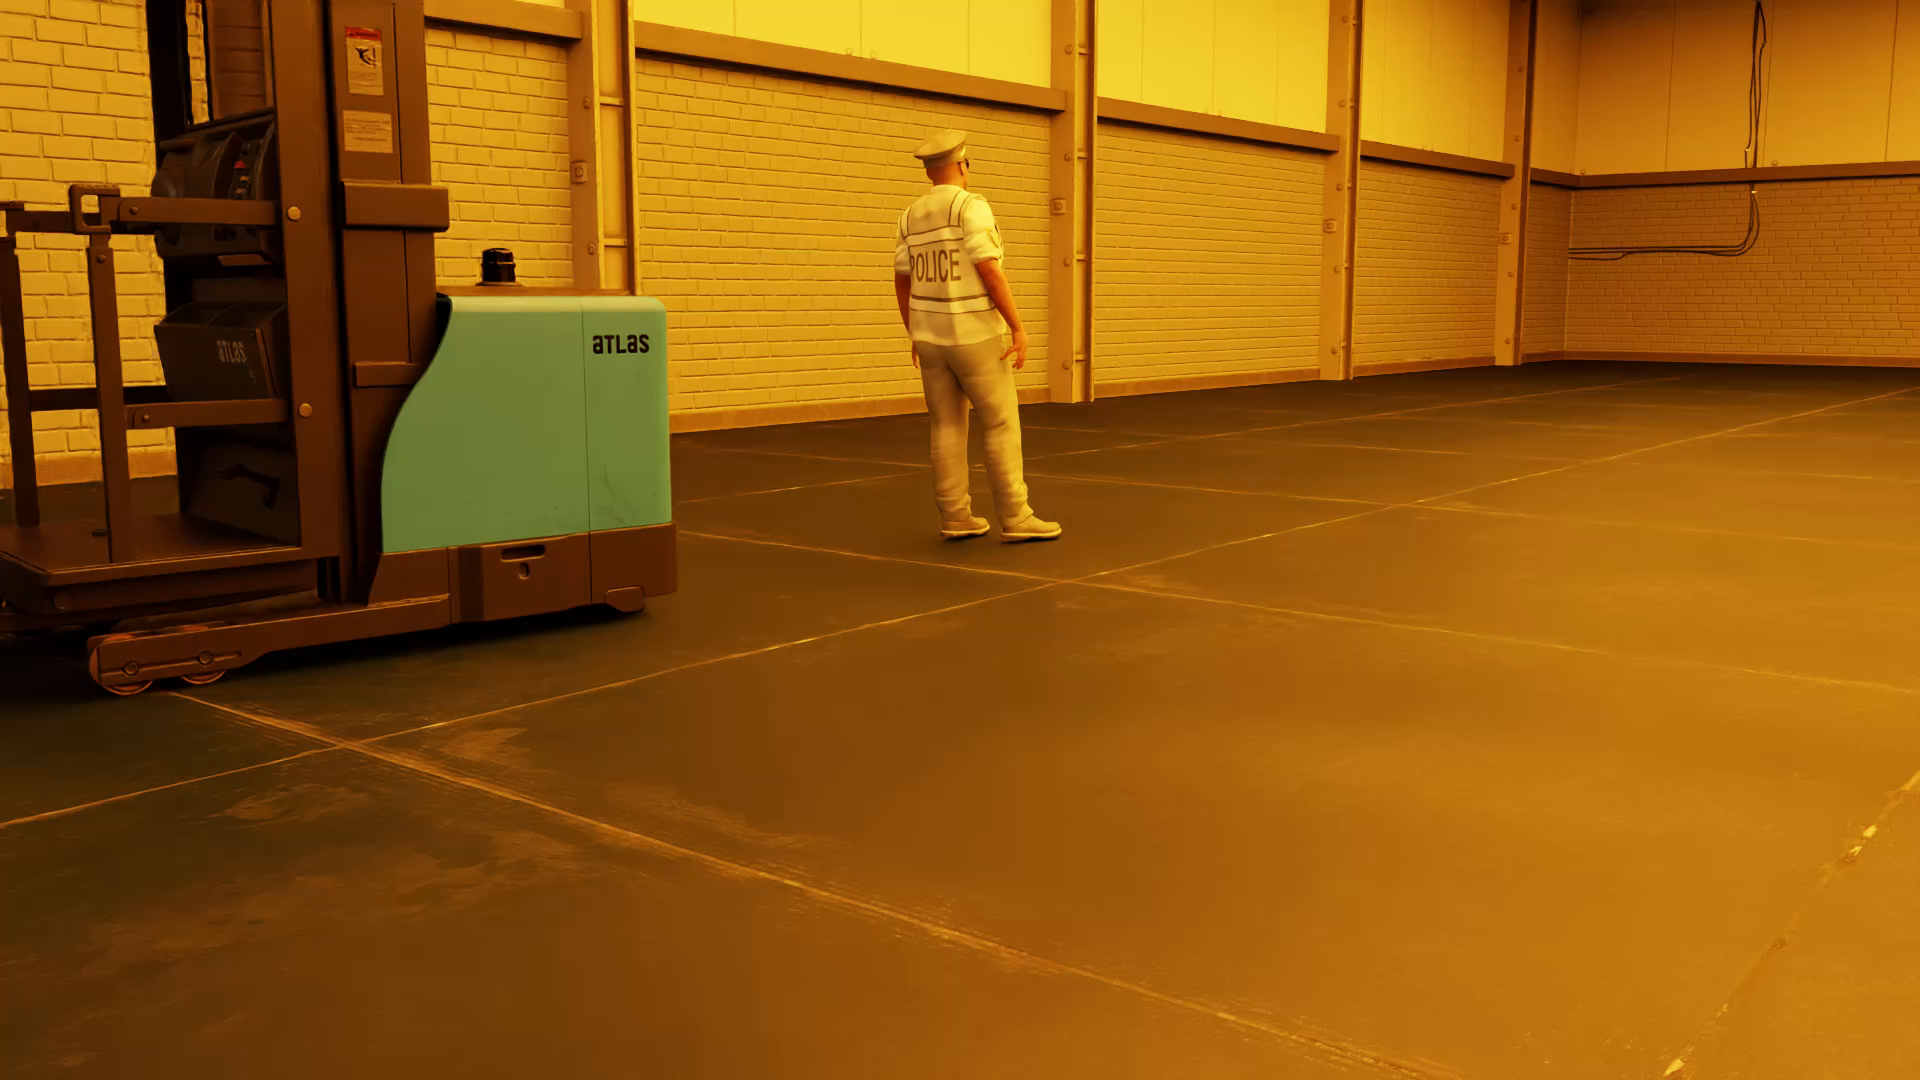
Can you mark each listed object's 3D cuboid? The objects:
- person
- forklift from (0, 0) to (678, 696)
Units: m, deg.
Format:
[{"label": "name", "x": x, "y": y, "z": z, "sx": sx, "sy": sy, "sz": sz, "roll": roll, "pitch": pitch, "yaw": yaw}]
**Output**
[{"label": "person", "x": 0.058, "y": -0.896, "z": 7.327, "sx": 0.640, "sy": 1.781, "sz": 0.575, "roll": 7, "pitch": 11, "yaw": 38}, {"label": "forklift", "x": -2.403, "y": -1.112, "z": 4.884, "sx": 3.031, "sy": 2.935, "sz": 1.130, "roll": -7, "pitch": 11, "yaw": -41}]
